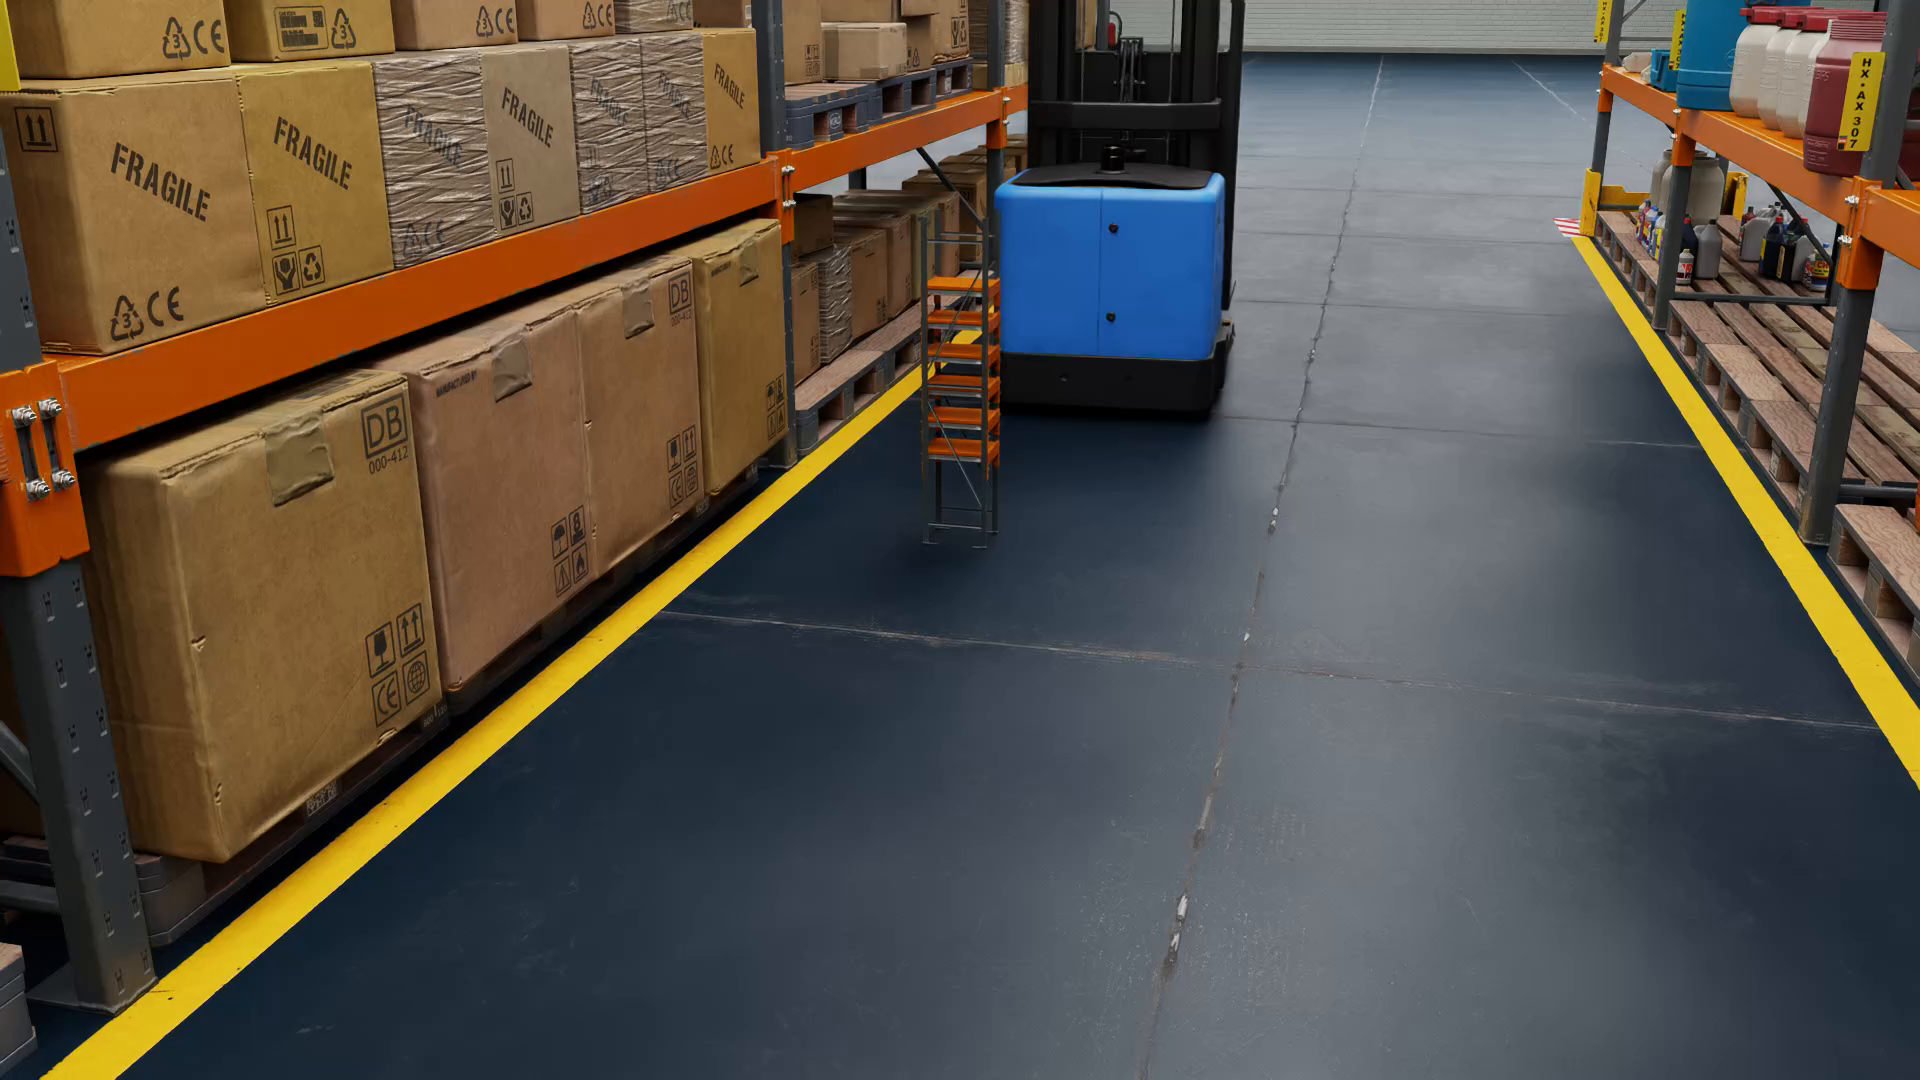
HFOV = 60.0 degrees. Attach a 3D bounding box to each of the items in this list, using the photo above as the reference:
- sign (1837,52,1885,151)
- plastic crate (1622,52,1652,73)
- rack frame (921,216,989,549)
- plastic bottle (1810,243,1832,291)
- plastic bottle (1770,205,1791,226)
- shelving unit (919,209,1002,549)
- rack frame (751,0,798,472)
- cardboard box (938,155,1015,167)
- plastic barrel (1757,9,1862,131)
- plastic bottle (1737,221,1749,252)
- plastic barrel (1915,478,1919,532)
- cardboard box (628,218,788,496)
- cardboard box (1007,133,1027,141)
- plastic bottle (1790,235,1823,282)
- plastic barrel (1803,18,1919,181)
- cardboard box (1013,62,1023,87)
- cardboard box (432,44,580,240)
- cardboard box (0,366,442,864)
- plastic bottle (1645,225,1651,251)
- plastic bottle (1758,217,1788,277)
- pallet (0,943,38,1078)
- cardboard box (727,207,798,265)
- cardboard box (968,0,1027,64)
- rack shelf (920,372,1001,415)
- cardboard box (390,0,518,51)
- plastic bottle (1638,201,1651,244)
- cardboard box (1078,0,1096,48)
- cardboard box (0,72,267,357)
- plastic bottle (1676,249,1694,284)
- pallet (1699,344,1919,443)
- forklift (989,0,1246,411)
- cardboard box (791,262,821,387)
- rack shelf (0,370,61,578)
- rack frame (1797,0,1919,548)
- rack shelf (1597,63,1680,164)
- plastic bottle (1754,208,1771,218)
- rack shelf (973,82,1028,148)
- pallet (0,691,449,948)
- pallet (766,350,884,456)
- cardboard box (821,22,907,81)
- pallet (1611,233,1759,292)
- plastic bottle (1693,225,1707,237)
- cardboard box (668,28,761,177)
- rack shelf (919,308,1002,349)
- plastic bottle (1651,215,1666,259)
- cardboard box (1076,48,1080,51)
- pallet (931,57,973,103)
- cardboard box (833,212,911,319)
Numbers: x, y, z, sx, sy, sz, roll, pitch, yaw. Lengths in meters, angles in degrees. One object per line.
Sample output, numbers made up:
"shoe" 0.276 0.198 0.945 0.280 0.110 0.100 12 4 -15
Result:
"sign" 3.071 -1.494 5.668 0.100 0.325 0.005 5 19 13
"plastic crate" 5.030 -3.503 12.211 0.298 0.136 0.250 5 19 13
"rack frame" -0.019 -0.544 5.923 0.240 1.200 0.006 5 19 13
"plastic bottle" 5.086 -1.611 9.805 0.097 0.271 0.097 0 19 0
"plastic bottle" 5.333 -1.996 10.809 0.144 0.351 0.185 5 19 13
"shelving unit" 0.004 -0.572 6.007 0.258 1.200 0.189 5 19 13
"rack frame" -1.197 -1.767 6.719 1.000 3.000 0.127 5 19 13
"cardboard box" 0.125 -2.539 12.198 0.500 0.500 0.500 3 19 9
"plastic barrel" 3.957 -2.181 7.722 0.433 0.535 0.433 0 19 0
"plastic bottle" 5.289 -2.040 11.169 0.097 0.201 0.097 0 19 0
"plastic barrel" 3.503 -0.392 5.404 0.600 0.830 0.708 5 19 13
"cardboard box" -1.386 -0.745 6.366 1.225 0.875 0.875 4 19 11
"cardboard box" 0.589 -3.095 13.827 0.500 0.500 0.500 9 21 23
"plastic bottle" 5.138 -1.717 10.107 0.152 0.276 0.135 5 20 15
"plastic barrel" 3.425 -1.609 6.047 0.600 0.536 0.708 5 19 13
"cardboard box" 0.198 -3.022 10.784 0.380 0.149 0.250 5 19 13
"cardboard box" -1.454 -1.161 4.792 0.500 0.500 0.500 5 19 14
"cardboard box" -2.037 0.092 3.916 1.225 0.875 0.875 5 19 14
"plastic bottle" 4.683 -2.053 11.207 0.097 0.201 0.097 0 19 0
"plastic bottle" 5.043 -1.815 10.279 0.144 0.351 0.185 5 19 13
"pallet" -2.436 1.039 2.819 1.003 0.211 1.213 5 19 13
"cardboard box" -1.063 -1.359 7.552 0.500 0.250 0.500 5 20 16
"cardboard box" -0.050 -3.344 10.724 0.875 0.500 0.500 5 19 13
"rack shelf" 0.004 -0.530 6.021 0.258 0.103 0.180 5 19 13
"cardboard box" -1.711 -1.646 4.659 0.797 0.503 0.637 5 20 15
"plastic bottle" 4.742 -2.192 11.487 0.061 0.283 0.133 5 19 14
"cardboard box" 0.591 -4.126 13.011 0.875 0.500 0.500 5 19 13
"cardboard box" -1.820 -0.685 3.396 0.500 0.500 0.500 5 19 14
"plastic bottle" 4.369 -1.651 10.030 0.097 0.201 0.097 0 19 0
"pallet" 4.133 -0.677 7.842 1.003 0.211 1.213 5 19 13
"forklift" 0.941 -2.422 8.744 1.130 2.935 3.031 4 19 11
"cardboard box" -1.053 -1.003 7.671 0.700 0.500 0.500 4 19 10
"rack shelf" -2.663 0.455 1.329 1.077 0.370 4.000 5 19 13
"rack frame" 3.606 -1.375 5.574 1.000 3.000 0.127 5 19 13
"rack shelf" 5.072 -2.916 11.196 1.077 0.370 4.000 5 19 13
"plastic bottle" 5.449 -2.115 11.272 0.152 0.276 0.135 5 19 14
"rack shelf" 0.269 -3.307 12.341 1.077 0.370 4.000 5 19 13
"pallet" -2.059 0.559 4.224 1.003 0.211 1.213 5 19 13
"pallet" -1.005 -0.692 7.886 1.003 0.211 1.213 5 19 13
"cardboard box" -0.565 -2.401 8.160 0.500 0.250 0.500 4 19 12
"pallet" 5.084 -1.900 11.425 1.003 0.211 1.213 5 19 13
"plastic bottle" 4.658 -1.829 10.436 0.152 0.276 0.135 5 19 13
"cardboard box" -1.077 -1.640 6.192 0.500 0.500 0.500 5 20 15
"rack shelf" 0.004 -0.757 5.944 0.258 0.103 0.180 5 19 13
"plastic bottle" 4.630 -1.985 10.892 0.152 0.276 0.135 5 19 14
"cardboard box" 0.739 -3.812 13.095 0.380 0.149 0.250 5 19 13
"pallet" -0.548 -2.701 9.753 1.003 0.211 1.213 5 19 13
"cardboard box" -0.662 -1.531 9.217 0.700 0.500 0.500 3 19 9
